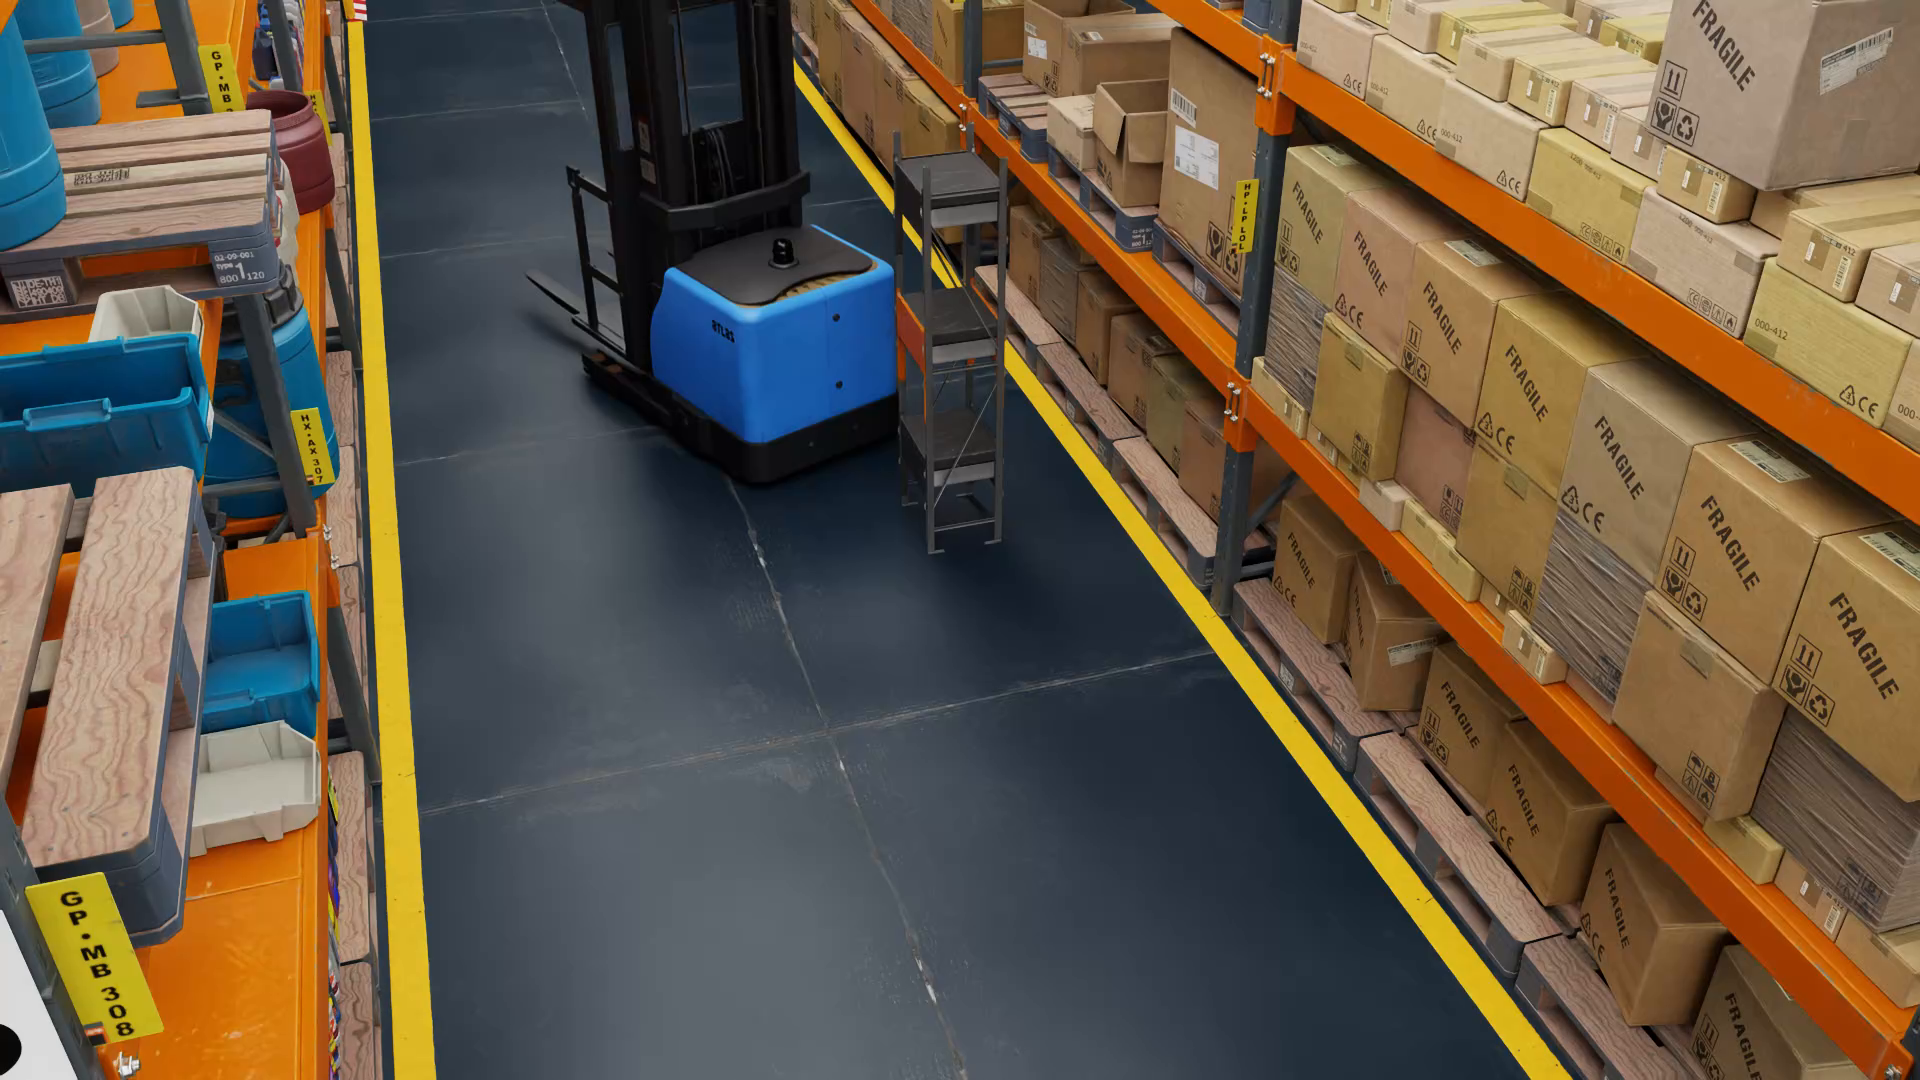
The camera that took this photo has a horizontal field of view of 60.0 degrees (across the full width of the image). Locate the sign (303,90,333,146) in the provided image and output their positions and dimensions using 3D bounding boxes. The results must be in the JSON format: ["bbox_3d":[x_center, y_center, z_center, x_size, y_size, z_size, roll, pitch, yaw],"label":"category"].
[{"bbox_3d":[-3.681,-2.414,9.534,0.100,0.325,0.005,-10,35,-15],"label":"sign"}]

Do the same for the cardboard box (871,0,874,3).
[{"bbox_3d":[-0.497,-4.414,12.618,0.500,0.500,0.500,-11,35,-16],"label":"cardboard box"}]

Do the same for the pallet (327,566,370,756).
[{"bbox_3d":[-3.259,0.608,7.638,1.003,0.211,1.213,-10,35,-15],"label":"pallet"}]

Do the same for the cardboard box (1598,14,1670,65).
[{"bbox_3d":[2.380,-1.654,5.586,0.380,0.149,0.250,-9,34,-13],"label":"cardboard box"}]

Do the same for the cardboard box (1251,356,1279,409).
[{"bbox_3d":[1.514,-0.714,7.337,0.380,0.149,0.250,-10,35,-15],"label":"cardboard box"}]

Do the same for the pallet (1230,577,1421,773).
[{"bbox_3d":[1.973,0.528,7.760,1.003,0.211,1.213,-10,35,-15],"label":"pallet"}]

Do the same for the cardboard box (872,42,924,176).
[{"bbox_3d":[0.059,-3.206,12.427,1.225,0.875,0.875,-10,35,-15],"label":"cardboard box"}]

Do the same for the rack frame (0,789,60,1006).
[{"bbox_3d":[-1.762,-0.552,1.423,1.000,3.000,0.127,-10,35,-15],"label":"rack frame"}]

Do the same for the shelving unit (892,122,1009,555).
[{"bbox_3d":[-0.050,-0.963,8.303,0.431,2.100,0.503,-10,35,-15],"label":"shelving unit"}]

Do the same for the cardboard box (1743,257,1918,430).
[{"bbox_3d":[2.411,-0.543,4.266,0.500,0.250,0.500,-10,35,-14],"label":"cardboard box"}]

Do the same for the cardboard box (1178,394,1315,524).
[{"bbox_3d":[1.568,-0.449,8.577,0.700,0.500,0.500,-13,36,-18],"label":"cardboard box"}]

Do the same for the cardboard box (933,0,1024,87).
[{"bbox_3d":[0.128,-3.341,10.995,0.500,0.500,0.500,-9,35,-13],"label":"cardboard box"}]

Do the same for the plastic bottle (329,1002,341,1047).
[{"bbox_3d":[-2.184,1.646,5.677,0.097,0.201,0.097,0,33,0],"label":"plastic bottle"}]

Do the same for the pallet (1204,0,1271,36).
[{"bbox_3d":[1.648,-2.497,7.258,1.213,0.211,1.003,-10,35,-15],"label":"pallet"}]

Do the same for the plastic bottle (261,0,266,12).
[{"bbox_3d":[-4.842,-3.656,11.678,0.097,0.271,0.097,0,33,0],"label":"plastic bottle"}]

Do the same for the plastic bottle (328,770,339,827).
[{"bbox_3d":[-2.521,0.998,6.584,0.061,0.283,0.133,-8,34,-12],"label":"plastic bottle"}]

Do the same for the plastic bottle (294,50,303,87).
[{"bbox_3d":[-4.336,-3.096,10.821,0.061,0.283,0.133,-10,35,-15],"label":"plastic bottle"}]

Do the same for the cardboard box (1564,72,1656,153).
[{"bbox_3d":[2.085,-1.307,5.061,0.380,0.149,0.250,-9,35,-14],"label":"cardboard box"}]

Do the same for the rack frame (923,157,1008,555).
[{"bbox_3d":[0.024,-0.835,8.109,0.400,2.100,0.015,-10,35,-15],"label":"rack frame"}]

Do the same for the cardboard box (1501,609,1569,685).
[{"bbox_3d":[2.114,0.338,5.745,0.380,0.149,0.250,-10,35,-15],"label":"cardboard box"}]

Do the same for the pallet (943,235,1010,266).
[{"bbox_3d":[0.346,-2.345,12.108,1.003,0.211,1.213,-10,35,-15],"label":"pallet"}]

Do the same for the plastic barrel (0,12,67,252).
[{"bbox_3d":[-2.781,-1.244,4.356,0.600,0.901,0.708,-10,35,-15],"label":"plastic barrel"}]

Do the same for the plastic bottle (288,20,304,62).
[{"bbox_3d":[-4.503,-3.385,11.258,0.061,0.283,0.133,-10,35,-15],"label":"plastic bottle"}]

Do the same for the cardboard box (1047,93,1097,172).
[{"bbox_3d":[0.807,-2.276,9.229,0.500,0.250,0.500,-11,35,-16],"label":"cardboard box"}]

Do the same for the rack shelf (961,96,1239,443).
[{"bbox_3d":[1.125,-1.732,9.303,1.077,0.370,4.000,-10,35,-15],"label":"rack shelf"}]

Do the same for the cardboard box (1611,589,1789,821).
[{"bbox_3d":[2.546,0.416,5.038,0.875,0.500,0.500,-10,35,-15],"label":"cardboard box"}]

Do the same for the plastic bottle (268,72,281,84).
[{"bbox_3d":[-4.235,-2.775,10.346,0.097,0.271,0.097,0,33,0],"label":"plastic bottle"}]

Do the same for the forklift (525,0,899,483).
[{"bbox_3d":[-1.665,-2.281,9.543,1.130,2.935,3.031,-24,41,-32],"label":"forklift"}]

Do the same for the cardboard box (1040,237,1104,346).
[{"bbox_3d":[0.919,-1.585,10.297,0.700,0.500,0.500,-13,36,-19],"label":"cardboard box"}]

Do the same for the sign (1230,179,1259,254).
[{"bbox_3d":[1.207,-1.370,7.052,0.100,0.325,0.005,-10,35,-15],"label":"sign"}]

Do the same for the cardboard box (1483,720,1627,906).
[{"bbox_3d":[2.392,1.015,6.379,0.500,0.500,0.500,-7,34,-10],"label":"cardboard box"}]

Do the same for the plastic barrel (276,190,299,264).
[{"bbox_3d":[-3.557,-1.571,8.305,0.421,0.512,0.421,0,33,0],"label":"plastic barrel"}]

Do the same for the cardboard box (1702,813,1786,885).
[{"bbox_3d":[2.470,0.854,4.965,0.380,0.149,0.250,-10,35,-15],"label":"cardboard box"}]

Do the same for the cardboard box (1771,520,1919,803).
[{"bbox_3d":[2.552,0.288,4.326,0.500,0.500,0.500,-10,35,-15],"label":"cardboard box"}]

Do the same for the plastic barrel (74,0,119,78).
[{"bbox_3d":[-3.544,-2.184,6.158,0.600,0.901,0.600,0,33,0],"label":"plastic barrel"}]

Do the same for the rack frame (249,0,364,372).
[{"bbox_3d":[-4.202,-2.249,9.433,1.000,3.000,0.127,-10,35,-15],"label":"rack frame"}]

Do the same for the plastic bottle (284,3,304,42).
[{"bbox_3d":[-4.688,-3.618,11.617,0.152,0.276,0.135,-10,35,-15],"label":"plastic bottle"}]

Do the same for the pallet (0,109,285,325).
[{"bbox_3d":[-2.669,-0.959,4.932,1.213,0.211,1.003,-10,35,-15],"label":"pallet"}]

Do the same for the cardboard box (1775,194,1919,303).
[{"bbox_3d":[2.318,-0.740,4.202,0.380,0.149,0.250,-10,35,-14],"label":"cardboard box"}]

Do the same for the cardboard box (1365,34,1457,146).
[{"bbox_3d":[1.794,-1.615,5.888,0.500,0.250,0.500,-10,35,-15],"label":"cardboard box"}]

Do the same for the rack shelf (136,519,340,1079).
[{"bbox_3d":[-2.372,1.201,4.864,1.077,0.370,4.000,-10,35,-15],"label":"rack shelf"}]

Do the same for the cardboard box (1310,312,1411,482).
[{"bbox_3d":[1.932,-0.633,6.626,0.875,0.500,0.500,-10,35,-15],"label":"cardboard box"}]

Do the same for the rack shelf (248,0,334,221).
[{"bbox_3d":[-4.812,-2.999,11.220,1.077,0.370,4.000,-10,35,-15],"label":"rack shelf"}]

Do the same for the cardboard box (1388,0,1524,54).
[{"bbox_3d":[1.749,-1.840,5.867,0.380,0.149,0.250,-10,35,-14],"label":"cardboard box"}]

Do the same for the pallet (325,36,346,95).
[{"bbox_3d":[-6.060,-4.207,14.925,1.003,0.211,1.213,-10,35,-15],"label":"pallet"}]

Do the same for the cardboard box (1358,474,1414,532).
[{"bbox_3d":[1.803,-0.186,6.538,0.380,0.149,0.250,-10,35,-15],"label":"cardboard box"}]

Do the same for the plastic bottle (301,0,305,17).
[{"bbox_3d":[-4.883,-3.953,12.124,0.152,0.276,0.135,-10,35,-15],"label":"plastic bottle"}]

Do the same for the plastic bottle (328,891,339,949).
[{"bbox_3d":[-2.354,1.332,6.016,0.144,0.351,0.185,-10,35,-15],"label":"plastic bottle"}]

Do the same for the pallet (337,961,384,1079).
[{"bbox_3d":[-2.441,2.016,5.508,1.003,0.211,1.213,-10,35,-15],"label":"pallet"}]

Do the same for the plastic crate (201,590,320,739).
[{"bbox_3d":[-2.386,0.448,5.486,0.499,0.251,0.616,-10,35,-15],"label":"plastic crate"}]

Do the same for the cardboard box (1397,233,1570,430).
[{"bbox_3d":[1.936,-0.761,5.914,0.500,0.500,0.500,-10,35,-15],"label":"cardboard box"}]
